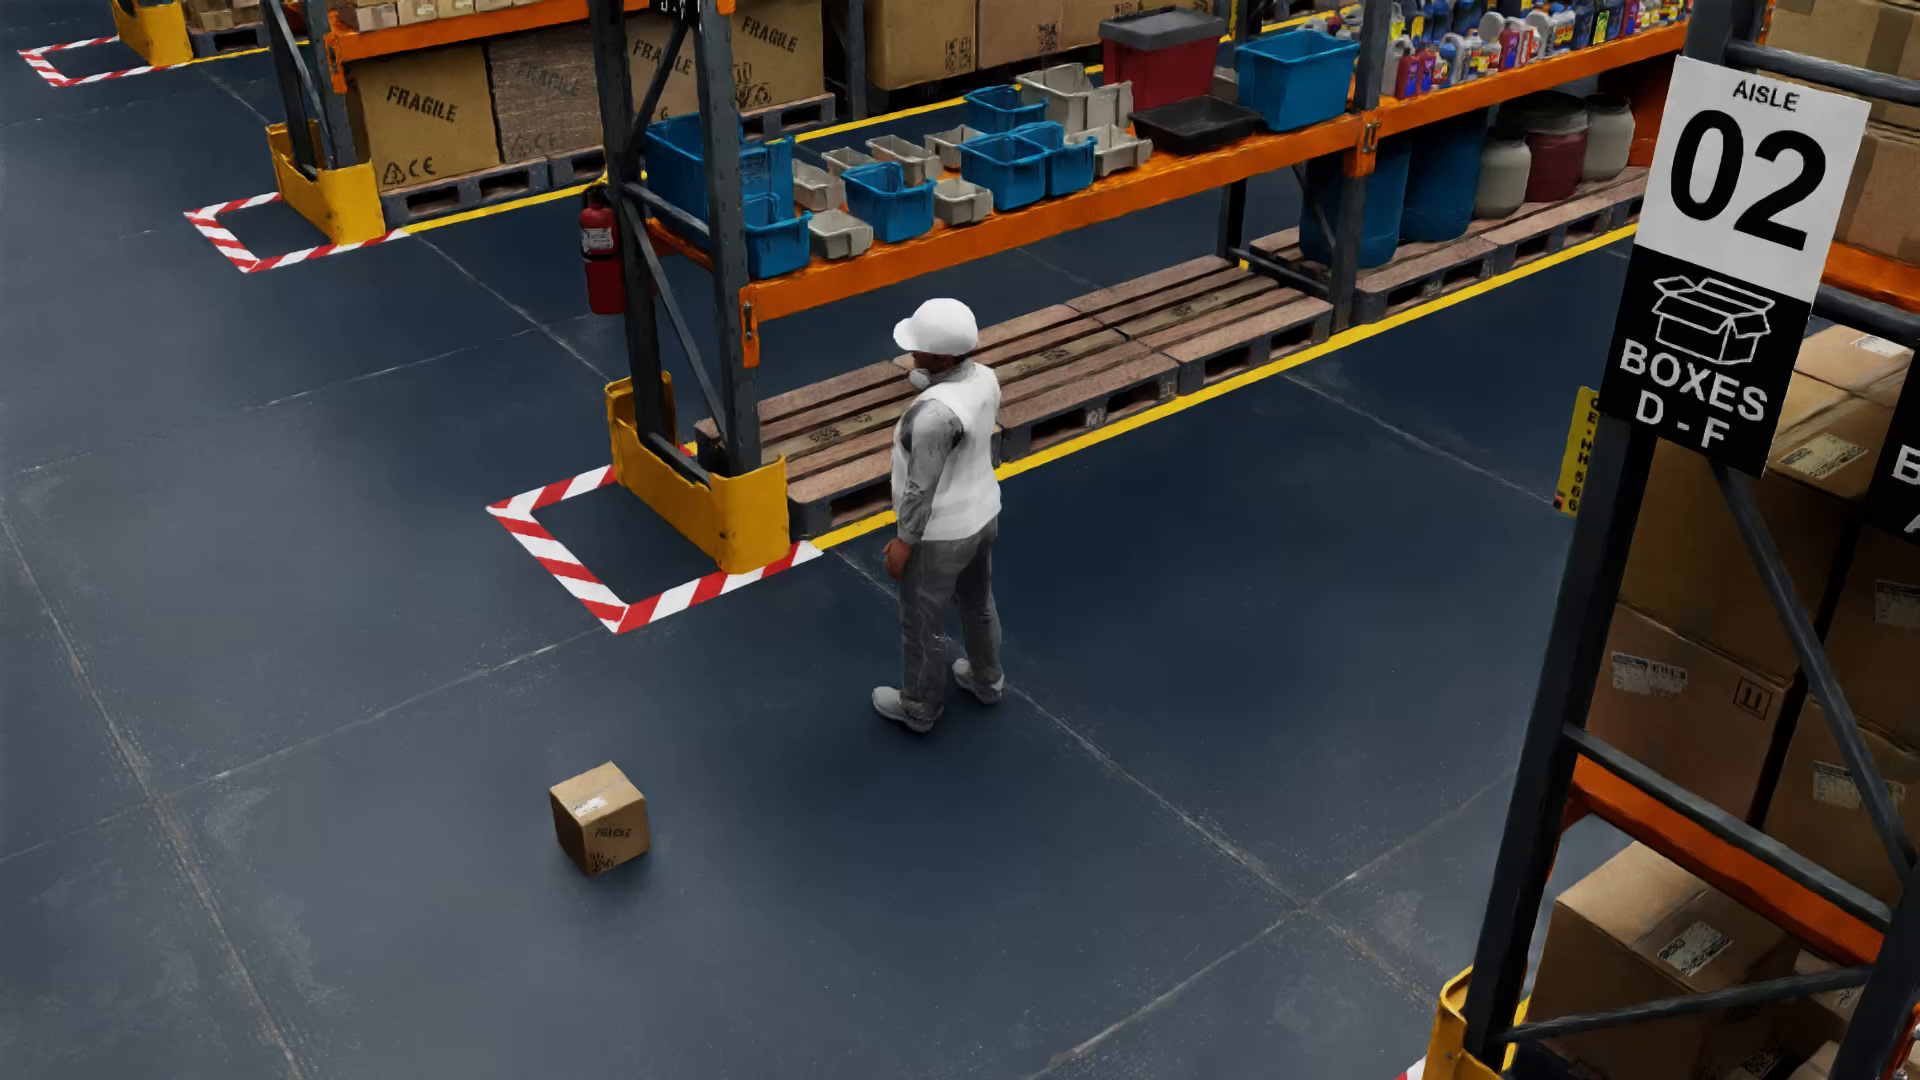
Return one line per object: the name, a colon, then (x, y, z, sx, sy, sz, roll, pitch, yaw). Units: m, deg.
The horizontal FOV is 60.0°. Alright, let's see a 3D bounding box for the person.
person: (-0.087, -0.093, 6.208, 0.472, 1.779, 0.577, 15, 35, 22)
